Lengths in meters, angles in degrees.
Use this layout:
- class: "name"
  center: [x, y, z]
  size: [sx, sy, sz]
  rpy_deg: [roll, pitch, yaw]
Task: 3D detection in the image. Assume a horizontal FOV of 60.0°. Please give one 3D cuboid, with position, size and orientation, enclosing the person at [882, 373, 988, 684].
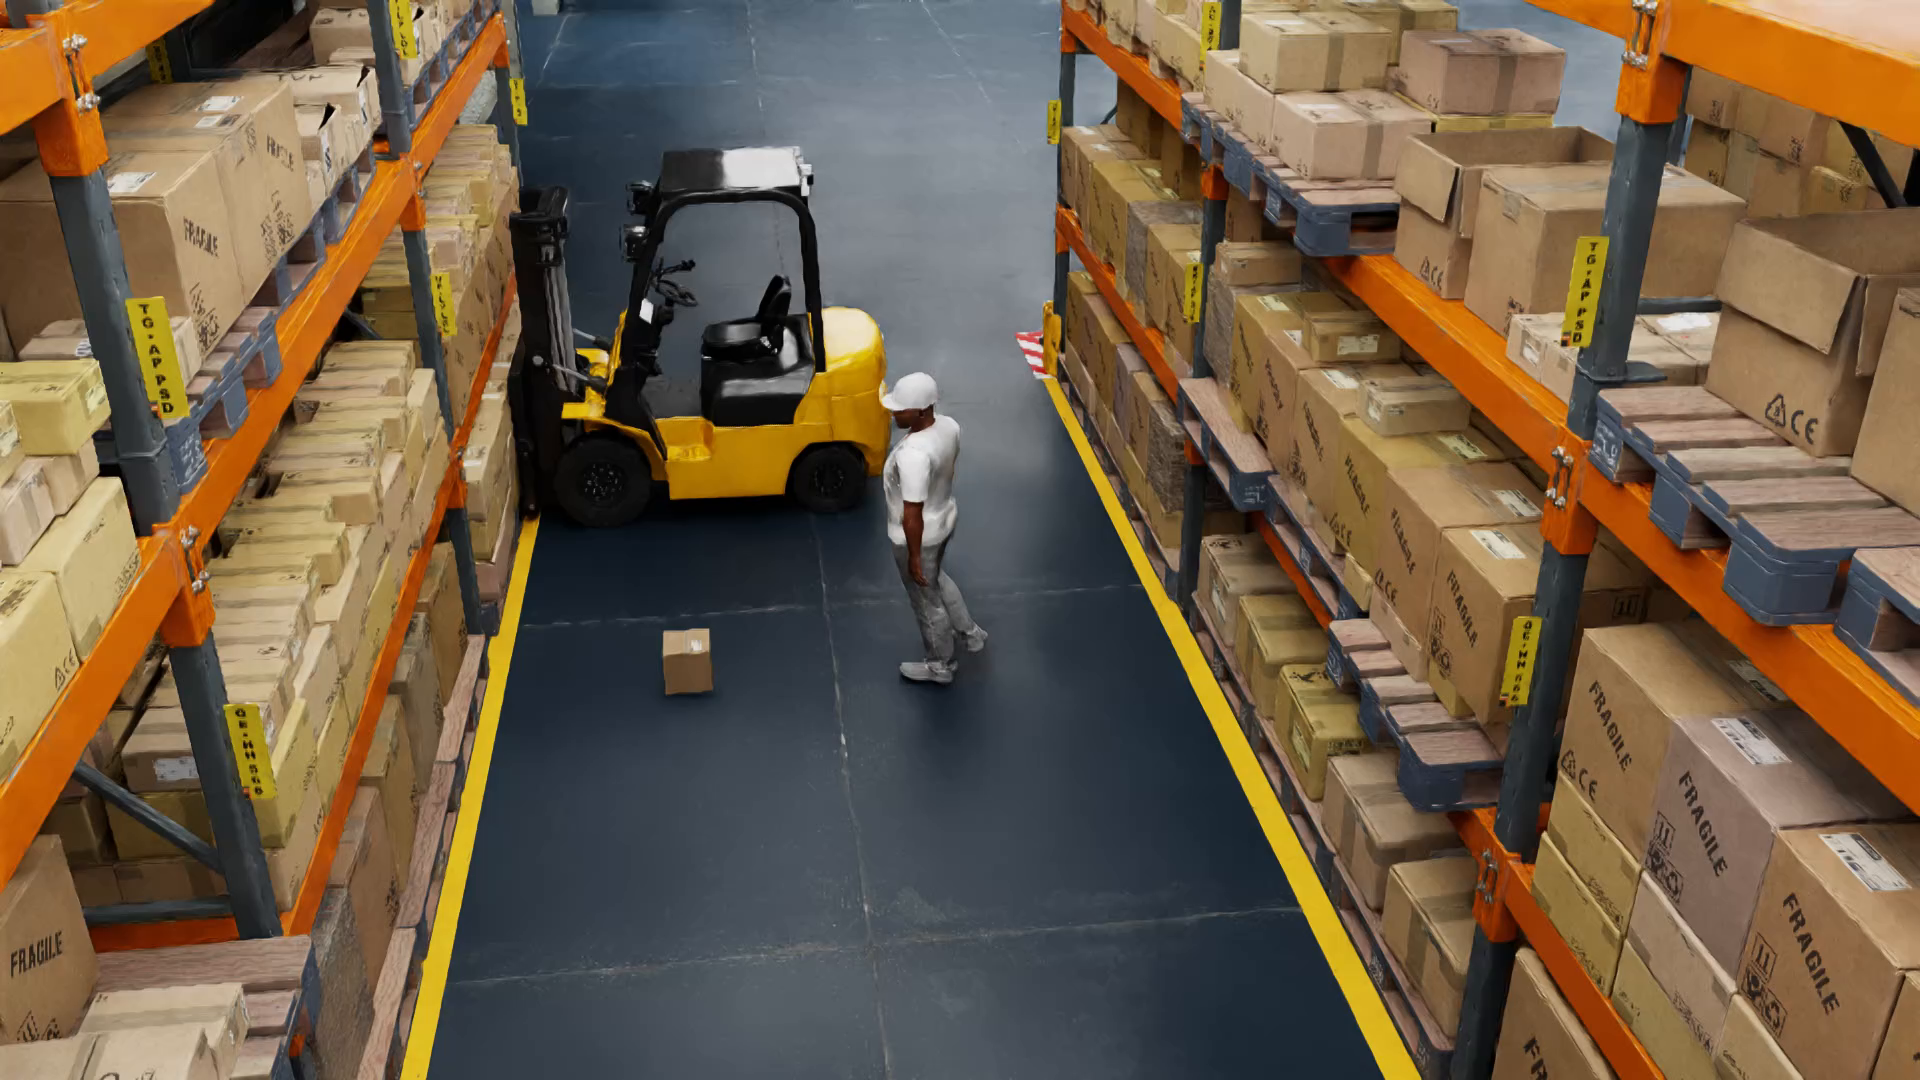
- class: "person"
  center: [-0.124, -0.069, 8.685]
  size: [0.451, 1.762, 0.730]
  rpy_deg: [11, 29, 20]
